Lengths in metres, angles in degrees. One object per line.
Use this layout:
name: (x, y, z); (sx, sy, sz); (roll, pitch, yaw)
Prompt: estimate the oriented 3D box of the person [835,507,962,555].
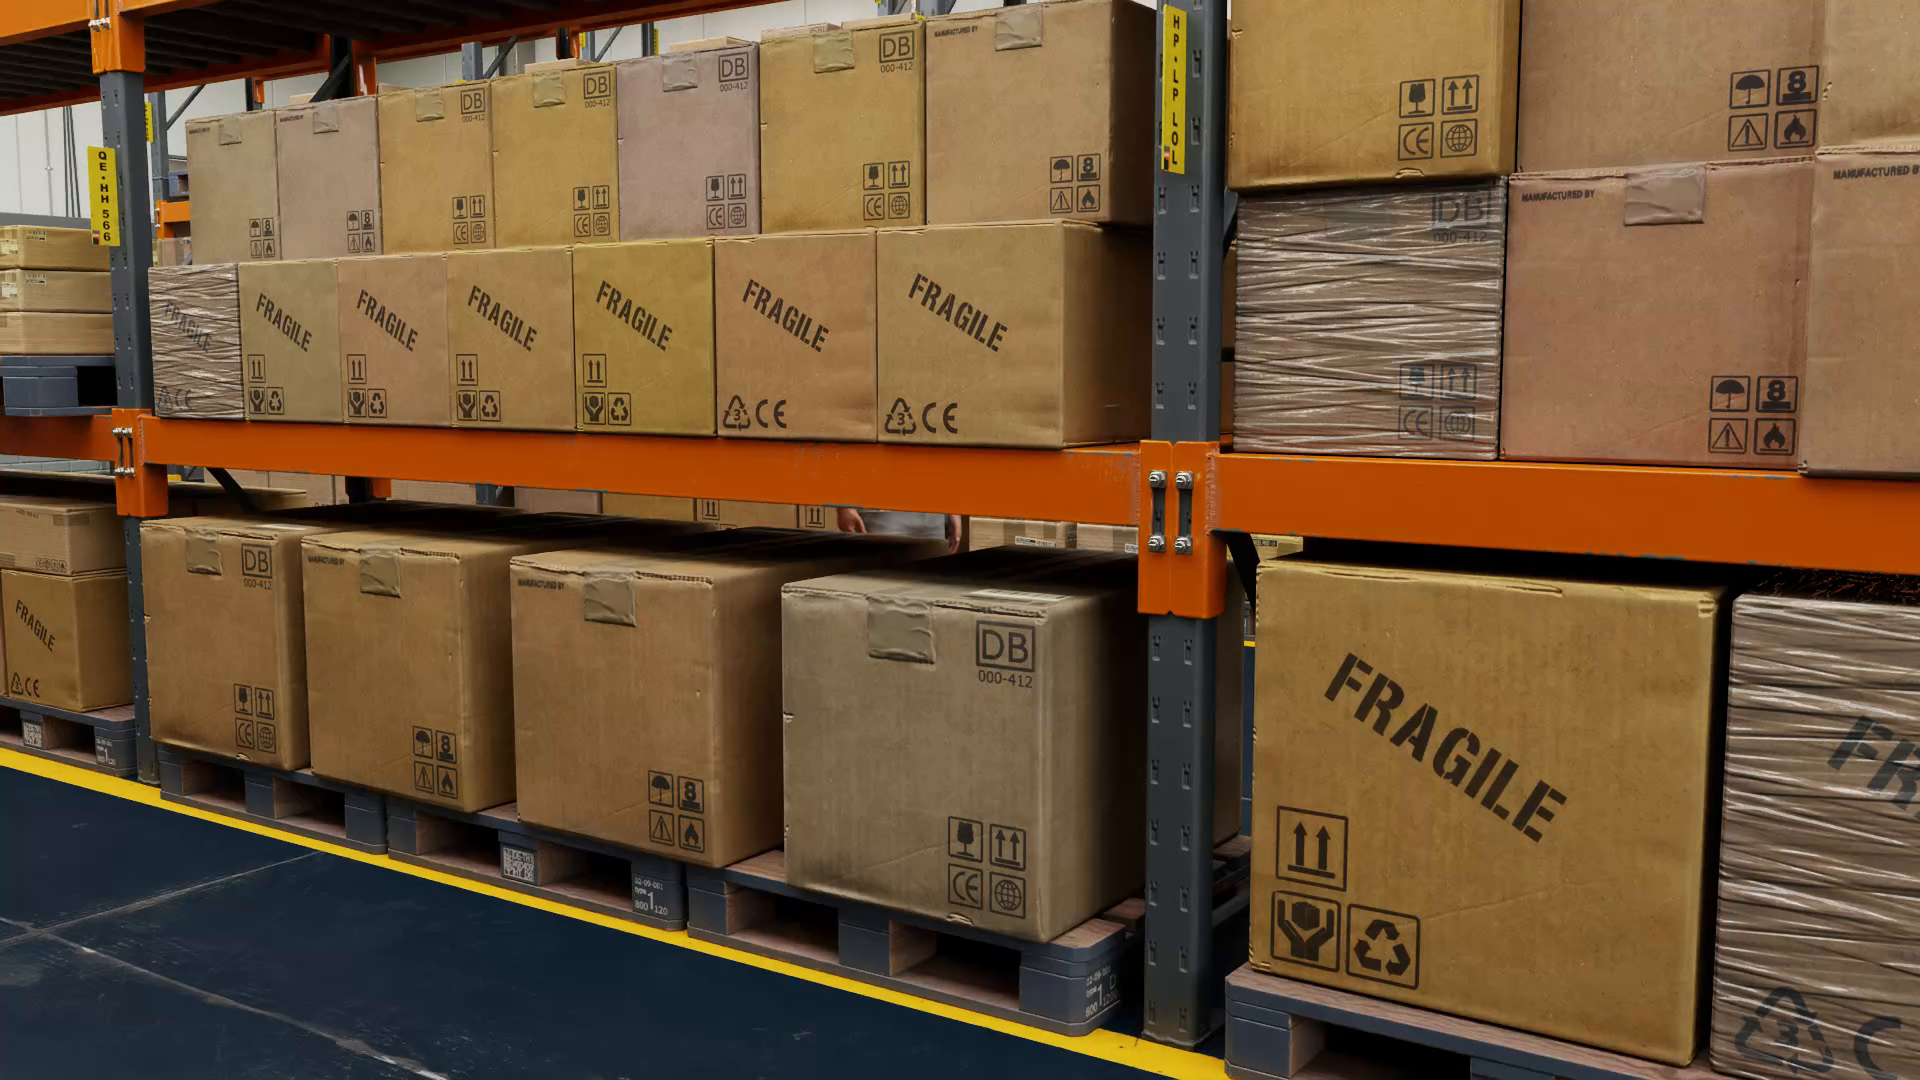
person: (-0.202, -0.094, 6.383); (0.640, 1.781, 0.575); (-6, 9, -44)
